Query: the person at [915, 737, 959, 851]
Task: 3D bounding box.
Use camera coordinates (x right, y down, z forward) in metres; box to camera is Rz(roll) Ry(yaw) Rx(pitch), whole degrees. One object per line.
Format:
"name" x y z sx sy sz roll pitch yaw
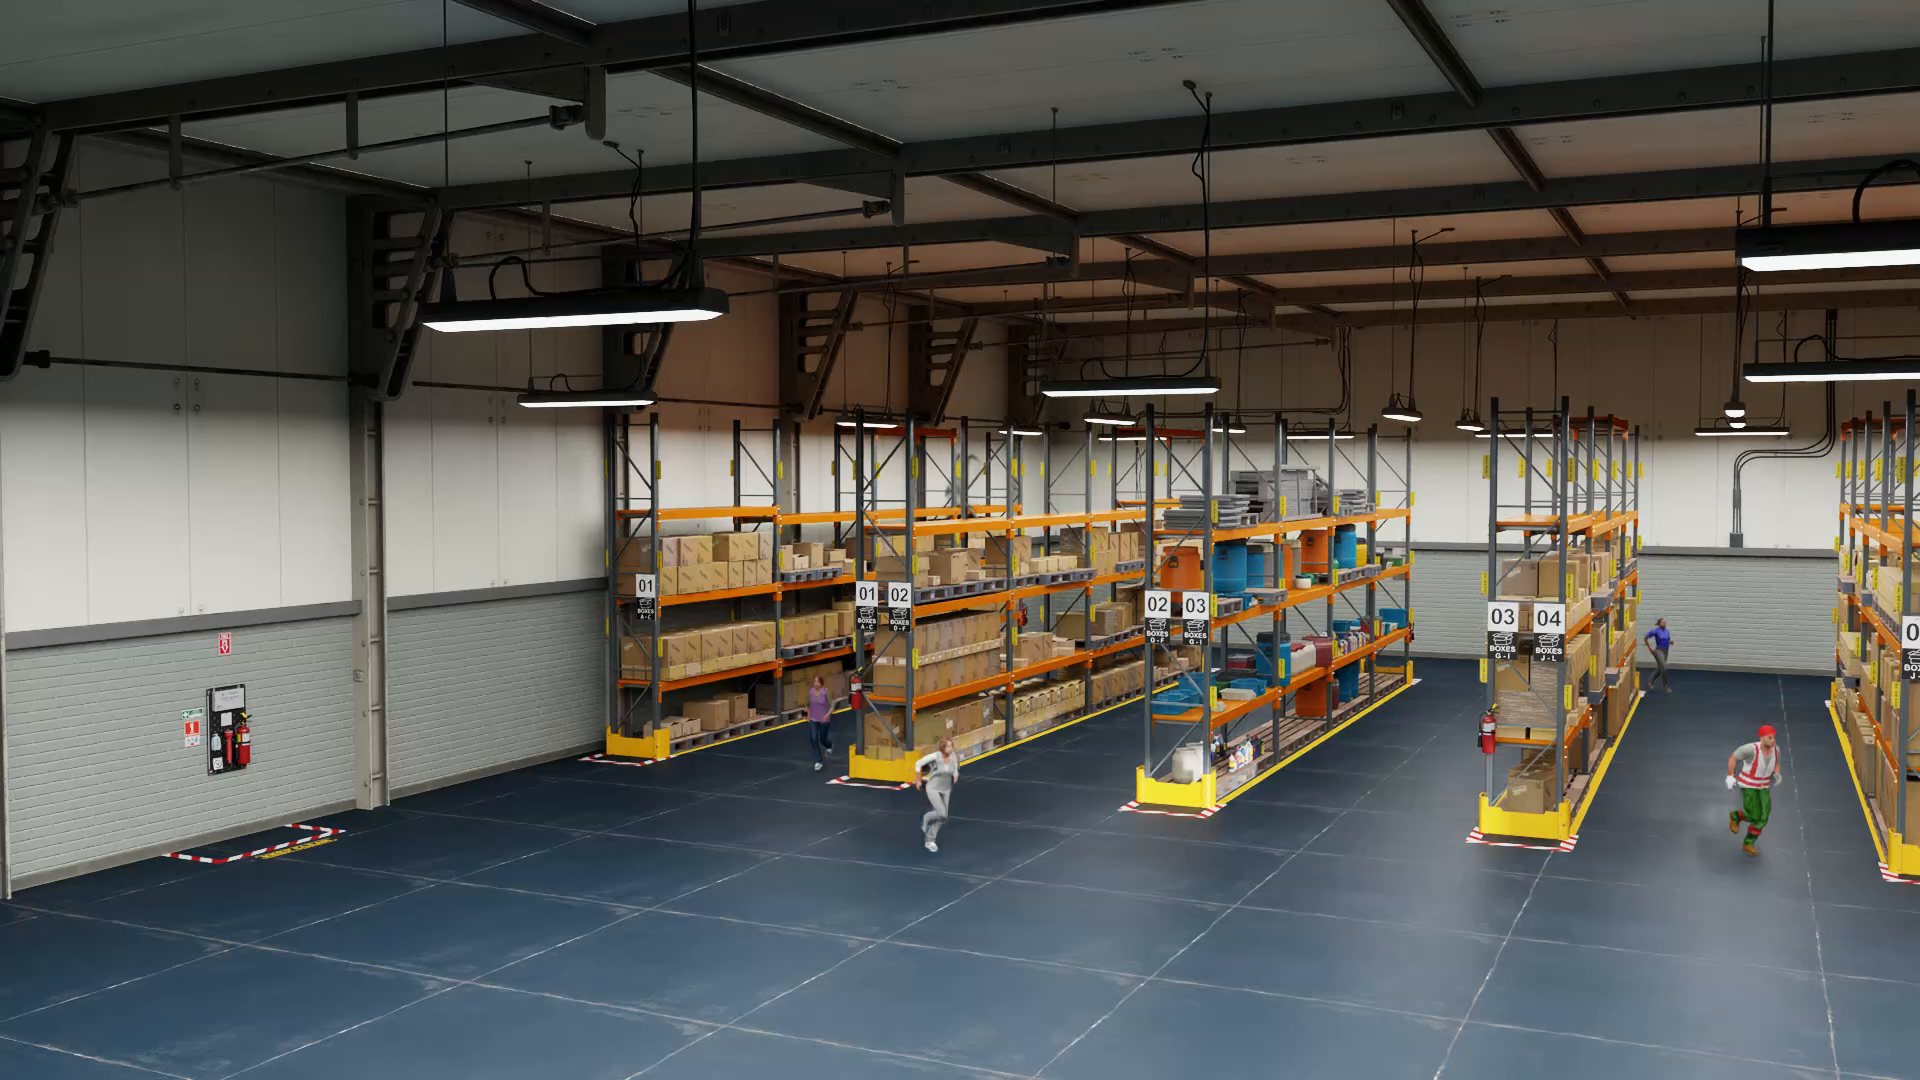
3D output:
"person" -0.263 3.332 21.817 0.526 1.528 0.654 -2 3 -37

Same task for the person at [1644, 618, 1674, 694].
"person" 15.814 2.590 37.470 0.592 1.680 0.808 -1 3 -28

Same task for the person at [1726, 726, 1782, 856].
"person" 10.393 3.247 21.773 0.654 1.712 0.778 -1 2 -16

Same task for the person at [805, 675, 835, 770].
"person" -2.361 3.049 28.059 0.534 1.575 0.752 0 2 10
